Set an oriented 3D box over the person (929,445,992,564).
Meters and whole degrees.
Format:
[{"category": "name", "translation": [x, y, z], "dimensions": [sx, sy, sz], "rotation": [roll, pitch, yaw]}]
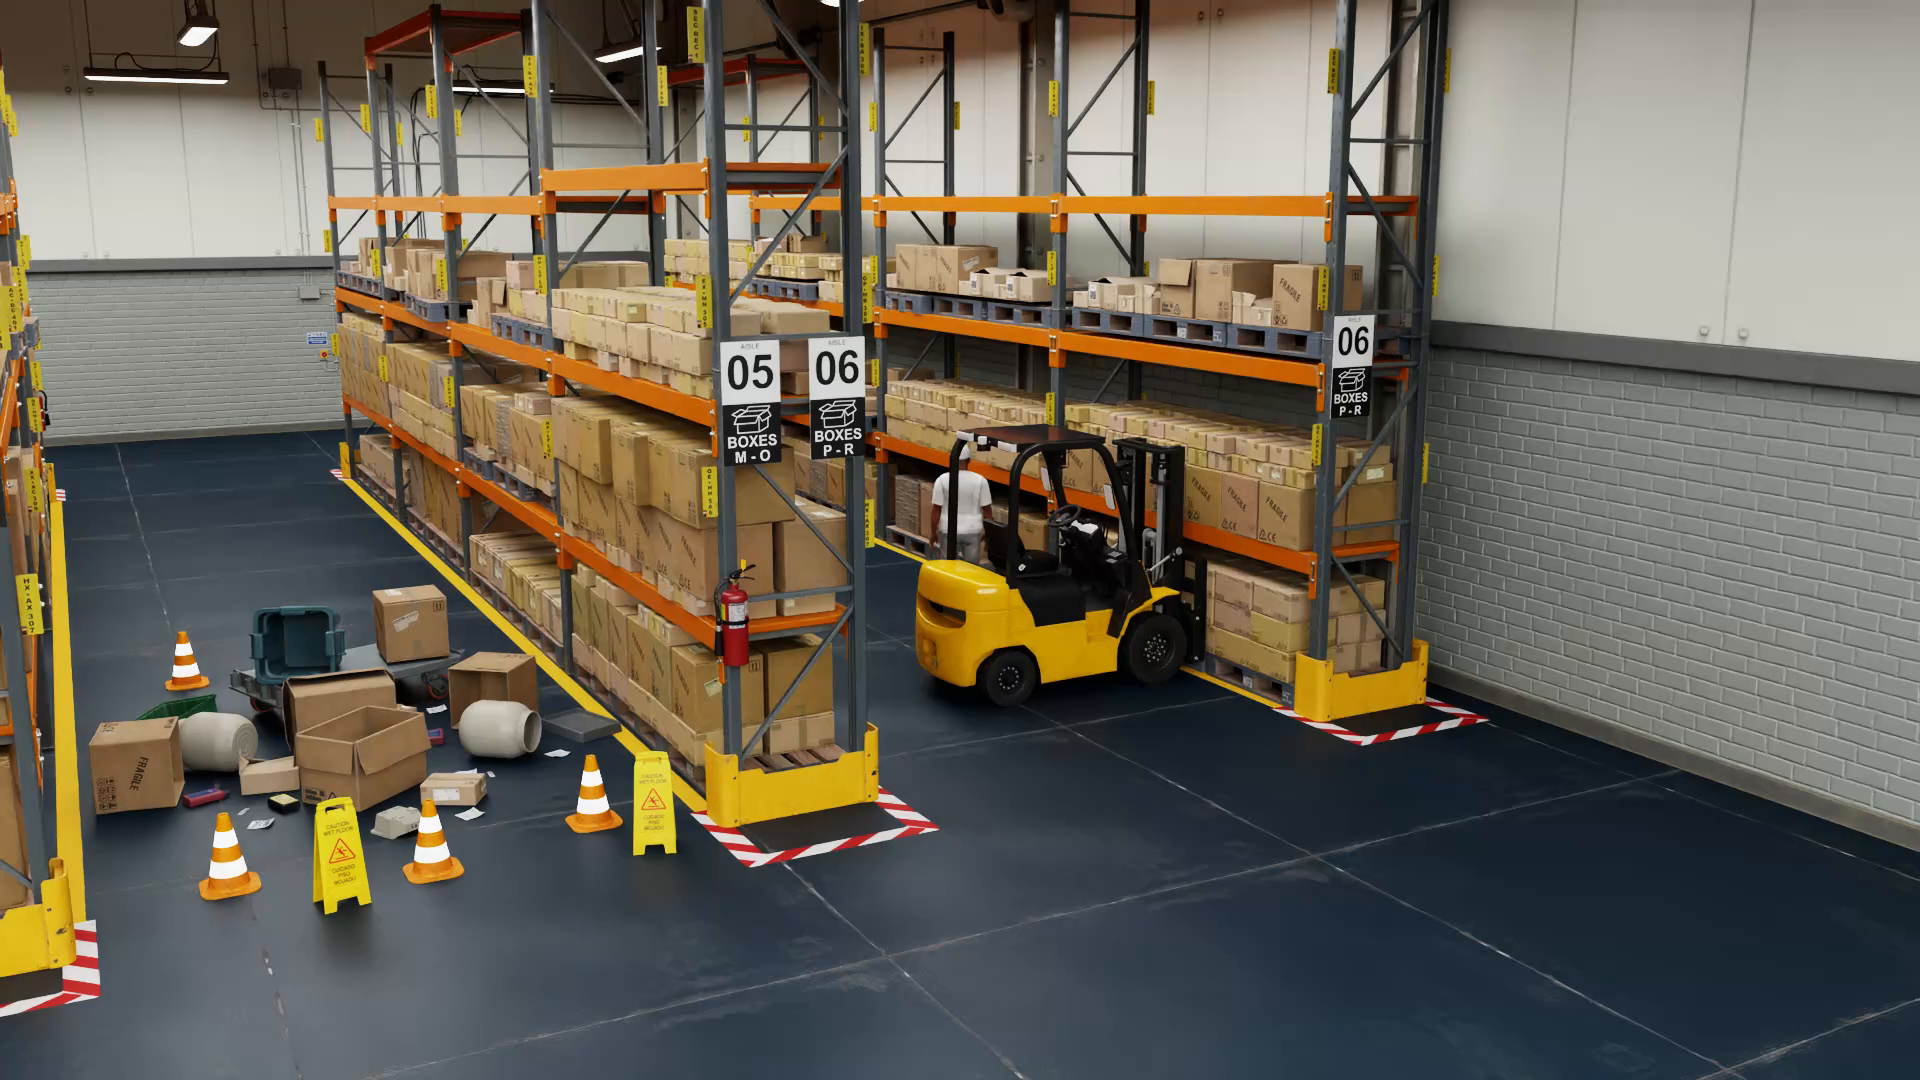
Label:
[{"category": "person", "translation": [0.001, -0.067, 16.122], "dimensions": [0.607, 1.765, 0.341], "rotation": [-2, 12, -8]}]
